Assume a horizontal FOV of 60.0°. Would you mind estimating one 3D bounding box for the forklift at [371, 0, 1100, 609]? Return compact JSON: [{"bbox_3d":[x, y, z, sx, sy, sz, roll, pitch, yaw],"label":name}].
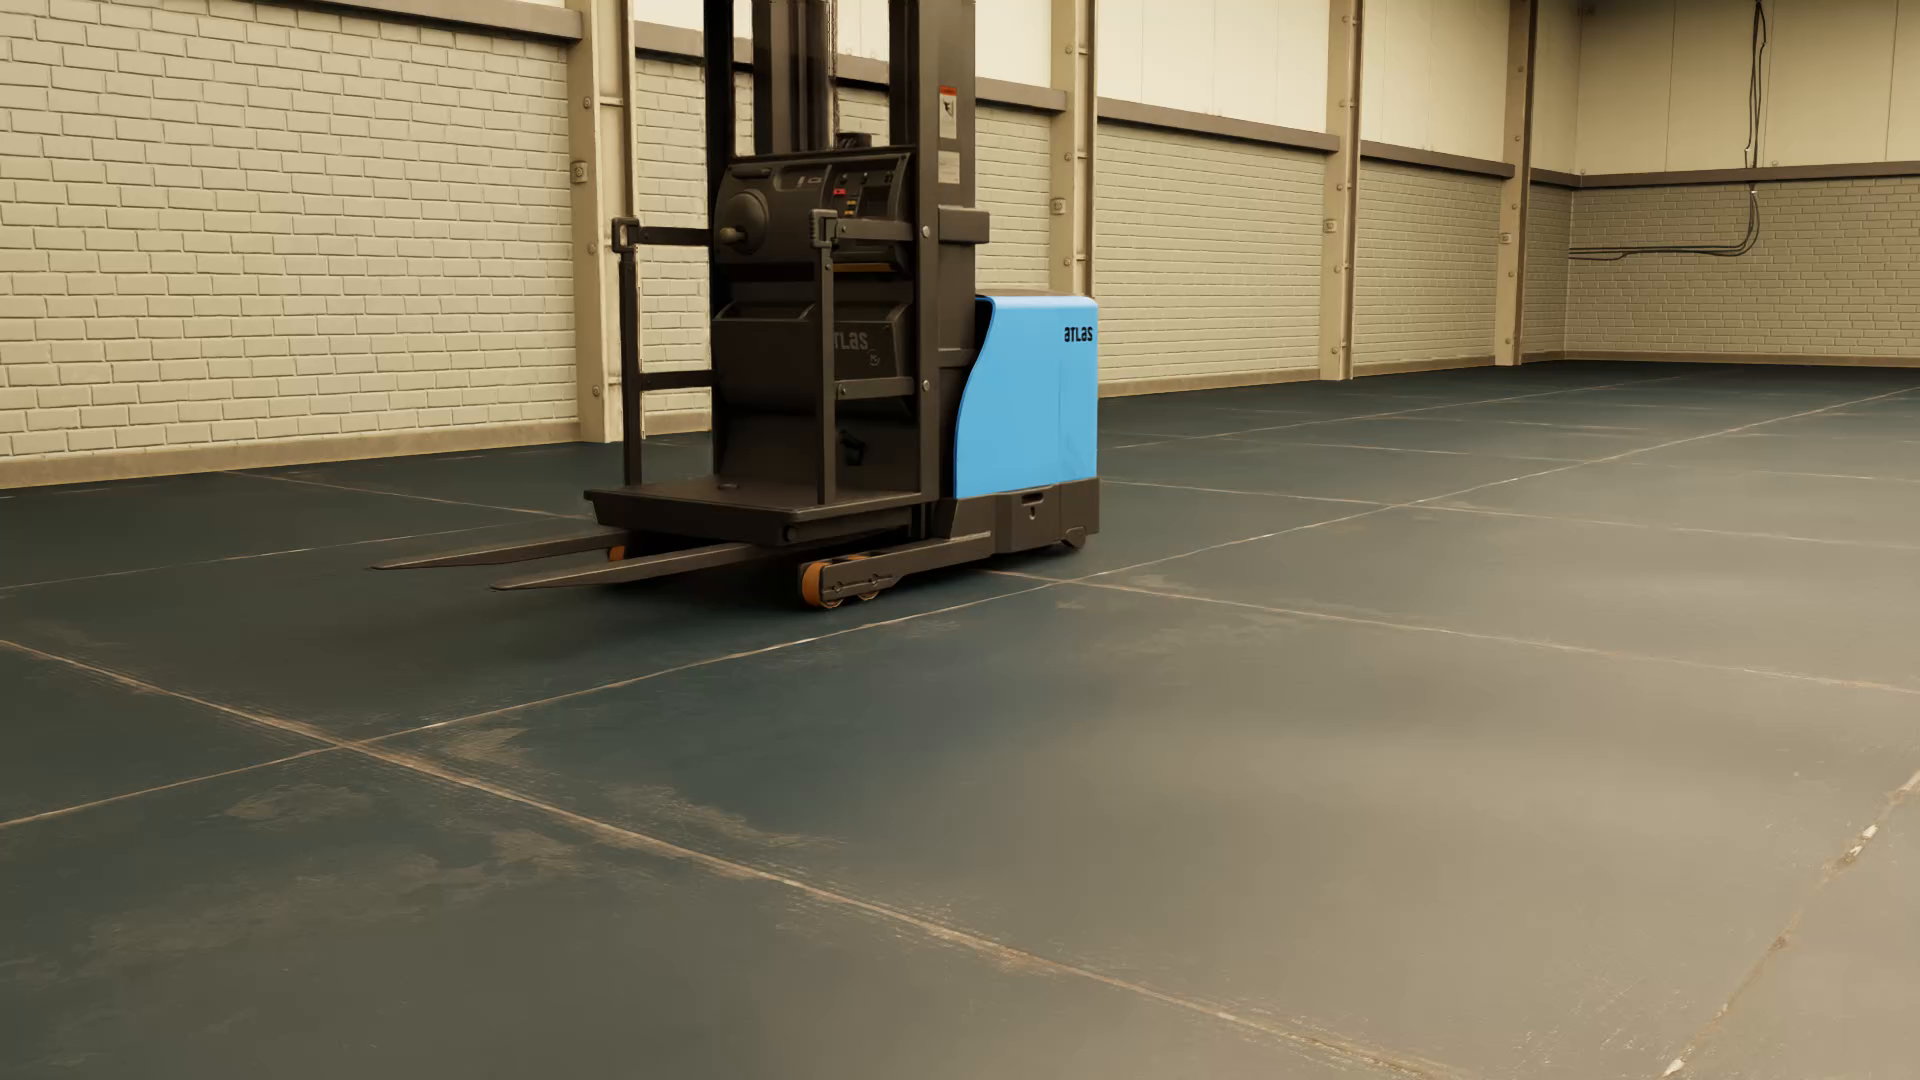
[{"bbox_3d":[-0.695,-1.290,6.101,1.130,2.935,3.031,6,10,37],"label":"forklift"}]
